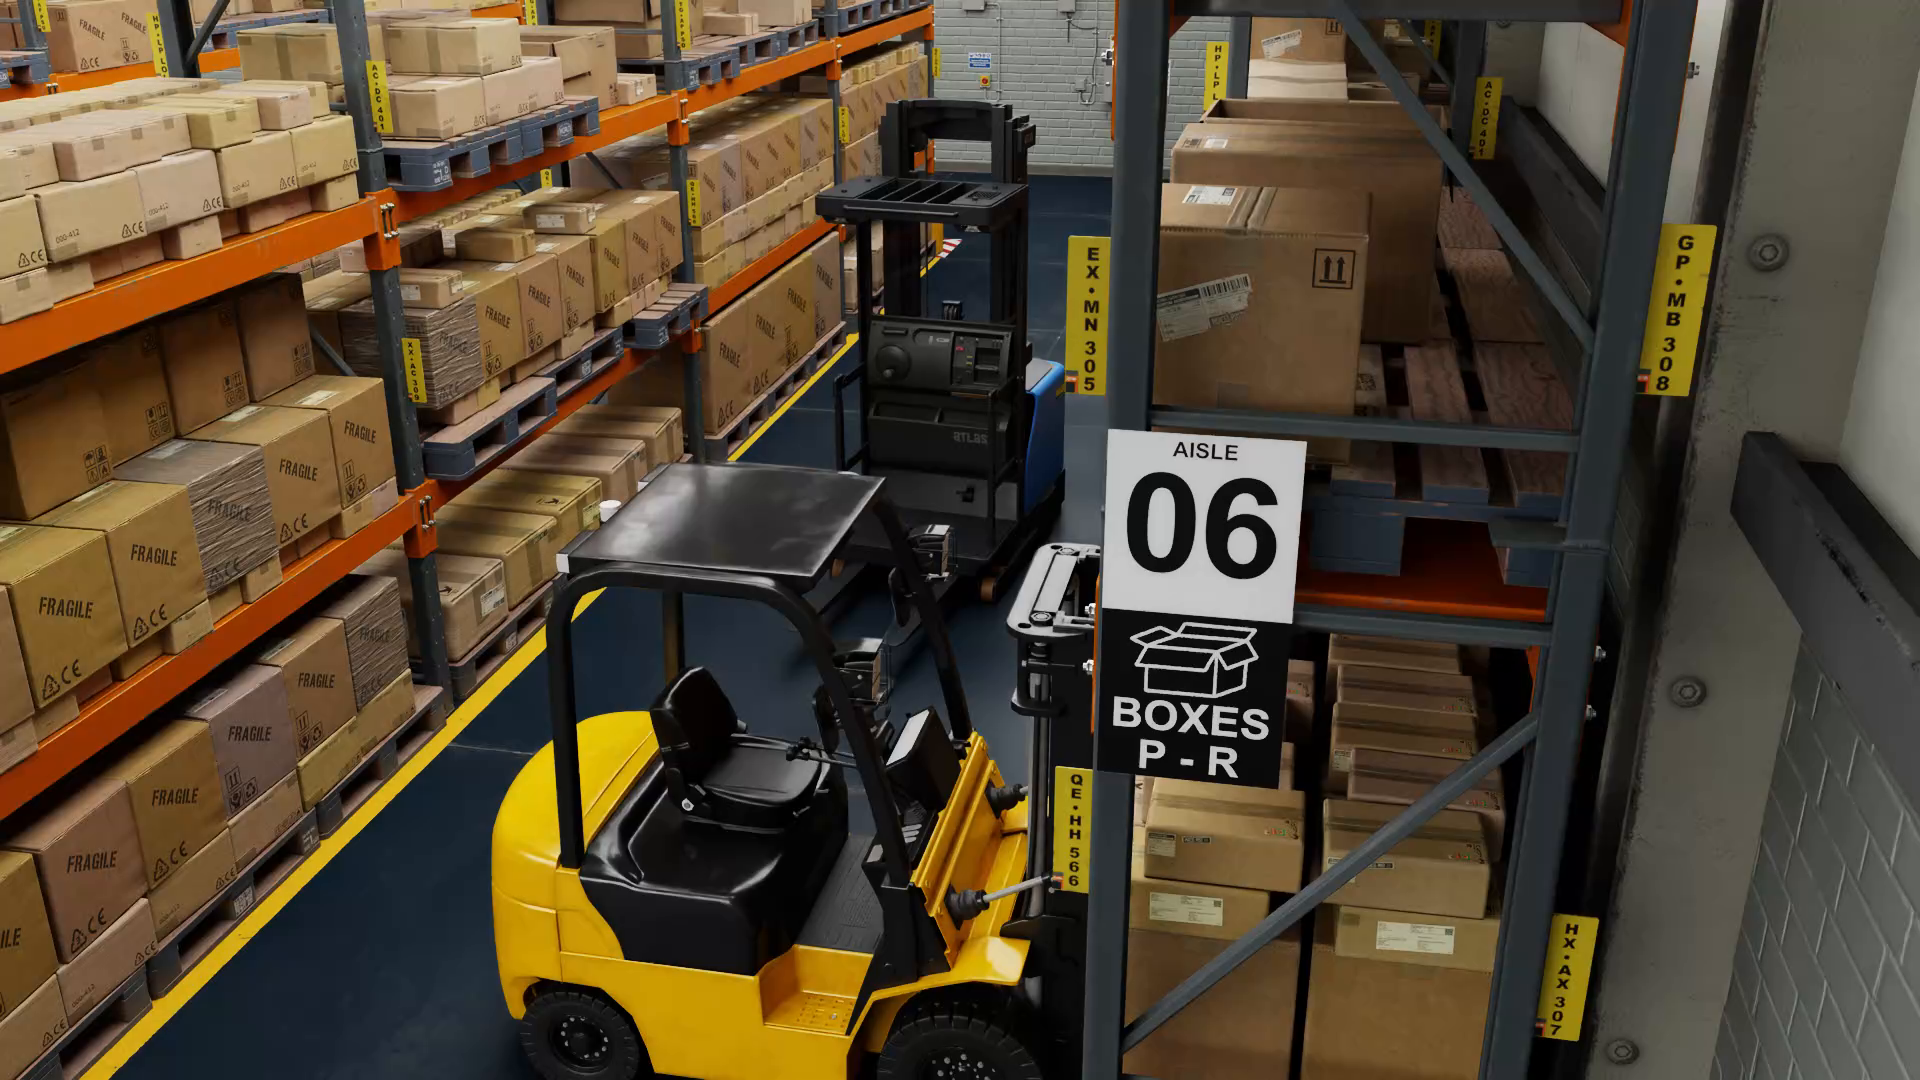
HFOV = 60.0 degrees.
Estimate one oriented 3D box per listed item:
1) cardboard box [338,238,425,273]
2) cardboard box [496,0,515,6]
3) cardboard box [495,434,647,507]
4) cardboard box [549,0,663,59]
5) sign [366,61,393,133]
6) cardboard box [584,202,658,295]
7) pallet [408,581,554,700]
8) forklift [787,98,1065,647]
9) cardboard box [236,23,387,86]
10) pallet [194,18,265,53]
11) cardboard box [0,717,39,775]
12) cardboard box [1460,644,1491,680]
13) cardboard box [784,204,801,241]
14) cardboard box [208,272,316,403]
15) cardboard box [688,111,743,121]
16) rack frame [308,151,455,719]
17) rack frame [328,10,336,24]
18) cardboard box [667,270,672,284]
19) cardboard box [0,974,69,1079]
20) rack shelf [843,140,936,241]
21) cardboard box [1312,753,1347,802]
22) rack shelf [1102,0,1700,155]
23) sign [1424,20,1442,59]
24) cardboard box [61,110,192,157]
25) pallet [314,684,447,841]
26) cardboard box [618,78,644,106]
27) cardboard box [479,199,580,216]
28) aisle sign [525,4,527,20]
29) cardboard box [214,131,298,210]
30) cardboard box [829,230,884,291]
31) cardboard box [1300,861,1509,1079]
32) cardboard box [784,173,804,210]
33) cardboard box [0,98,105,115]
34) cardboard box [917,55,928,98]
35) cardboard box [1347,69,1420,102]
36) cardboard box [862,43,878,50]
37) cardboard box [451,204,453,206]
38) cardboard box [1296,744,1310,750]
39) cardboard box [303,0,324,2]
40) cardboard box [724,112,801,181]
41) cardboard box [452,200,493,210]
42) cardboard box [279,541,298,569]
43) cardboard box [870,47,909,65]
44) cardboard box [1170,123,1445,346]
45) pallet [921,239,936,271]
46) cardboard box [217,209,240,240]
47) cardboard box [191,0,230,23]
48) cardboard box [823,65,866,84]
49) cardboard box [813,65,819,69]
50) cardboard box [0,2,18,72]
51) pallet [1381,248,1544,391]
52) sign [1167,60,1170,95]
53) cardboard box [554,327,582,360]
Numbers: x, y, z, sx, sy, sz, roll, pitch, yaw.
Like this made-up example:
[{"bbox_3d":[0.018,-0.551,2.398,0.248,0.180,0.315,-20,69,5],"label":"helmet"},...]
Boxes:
[{"bbox_3d":[-3.249,-1.598,9.345,0.380,0.149,0.250,4,22,9],"label":"cardboard box"},{"bbox_3d":[-5.502,-6.344,19.275,0.500,0.250,0.500,4,22,10],"label":"cardboard box"},{"bbox_3d":[-2.702,-0.442,11.390,0.950,0.372,0.625,4,22,10],"label":"cardboard box"},{"bbox_3d":[-2.505,-3.726,11.873,0.797,0.503,0.637,3,22,8],"label":"cardboard box"},{"bbox_3d":[-2.718,-2.072,7.776,0.100,0.325,0.005,4,22,11],"label":"sign"},{"bbox_3d":[-2.349,-1.944,11.071,0.500,0.500,0.500,4,22,10],"label":"cardboard box"},{"bbox_3d":[-3.093,0.529,9.757,1.003,0.211,1.213,4,22,11],"label":"pallet"},{"bbox_3d":[-0.196,-1.137,10.253,1.130,2.935,3.031,7,23,17],"label":"forklift"},{"bbox_3d":[-3.257,-2.449,8.375,0.500,0.250,0.500,5,22,12],"label":"cardboard box"},{"bbox_3d":[-6.923,-4.452,14.630,1.213,0.211,1.003,4,22,11],"label":"pallet"},{"bbox_3d":[-3.527,0.718,5.891,0.380,0.149,0.250,5,22,12],"label":"cardboard box"},{"bbox_3d":[1.442,0.302,5.188,0.380,0.149,0.250,4,22,10],"label":"cardboard box"},{"bbox_3d":[-1.689,-2.783,14.449,0.500,0.250,0.500,4,22,9],"label":"cardboard box"},{"bbox_3d":[-3.552,-0.983,7.909,0.700,0.500,0.500,4,22,10],"label":"cardboard box"},{"bbox_3d":[-2.171,-3.405,14.320,0.500,0.500,0.500,4,22,10],"label":"cardboard box"},{"bbox_3d":[-3.250,-0.479,8.528,1.000,3.000,0.127,4,22,11],"label":"rack frame"},{"bbox_3d":[-6.484,-3.745,16.638,1.000,3.000,0.127,4,22,11],"label":"rack frame"},{"bbox_3d":[-2.271,-1.883,11.787,0.380,0.149,0.250,5,23,13],"label":"cardboard box"},{"bbox_3d":[-3.631,1.790,6.011,0.500,0.250,0.500,4,22,10],"label":"cardboard box"},{"bbox_3d":[-1.210,-3.803,17.744,1.077,0.370,4.000,4,22,11],"label":"rack shelf"},{"bbox_3d":[1.163,0.722,4.544,0.380,0.149,0.250,4,22,10],"label":"cardboard box"},{"bbox_3d":[1.202,-1.634,4.864,1.077,0.370,4.000,4,22,11],"label":"rack shelf"},{"bbox_3d":[2.968,-3.188,10.440,0.100,0.325,0.005,4,22,11],"label":"sign"},{"bbox_3d":[-3.299,-1.609,6.588,0.380,0.149,0.250,4,22,10],"label":"cardboard box"},{"bbox_3d":[-3.353,1.063,8.433,1.003,0.211,1.213,4,22,11],"label":"pallet"},{"bbox_3d":[-2.336,-2.994,11.094,0.380,0.149,0.250,4,22,11],"label":"cardboard box"},{"bbox_3d":[-2.852,-1.983,11.169,0.500,0.500,0.500,6,23,14],"label":"cardboard box"},{"bbox_3d":[-5.360,-6.418,19.794,0.394,0.787,0.004,4,22,11],"label":"aisle sign"},{"bbox_3d":[-3.179,-1.572,7.030,0.500,0.250,0.500,4,22,10],"label":"cardboard box"},{"bbox_3d":[-1.203,-2.960,17.556,0.875,0.438,0.875,4,22,9],"label":"cardboard box"},{"bbox_3d":[1.166,1.154,4.338,0.500,0.500,0.500,5,23,13],"label":"cardboard box"},{"bbox_3d":[-1.664,-3.014,14.354,0.500,0.250,0.500,5,22,12],"label":"cardboard box"},{"bbox_3d":[-3.801,-1.746,6.928,0.380,0.149,0.250,4,22,11],"label":"cardboard box"},{"bbox_3d":[-0.667,-5.184,18.737,0.500,0.500,0.500,5,23,13],"label":"cardboard box"},{"bbox_3d":[2.302,-2.472,9.077,0.380,0.166,0.250,4,22,11],"label":"cardboard box"},{"bbox_3d":[-1.129,-5.469,18.577,0.380,0.149,0.250,5,22,12],"label":"cardboard box"},{"bbox_3d":[-6.223,-3.999,19.724,0.380,0.149,0.250,4,22,11],"label":"cardboard box"},{"bbox_3d":[0.856,0.738,5.373,0.500,0.500,0.500,4,22,10],"label":"cardboard box"},{"bbox_3d":[-6.151,-5.457,16.404,0.500,0.250,0.500,5,23,13],"label":"cardboard box"},{"bbox_3d":[-1.684,-3.359,14.206,0.500,0.500,0.500,5,23,13],"label":"cardboard box"},{"bbox_3d":[-5.679,-3.862,19.385,0.380,0.149,0.250,4,22,9],"label":"cardboard box"},{"bbox_3d":[-3.256,0.049,7.552,0.380,0.149,0.250,4,22,10],"label":"cardboard box"},{"bbox_3d":[-0.769,-5.248,18.028,0.380,0.149,0.250,5,22,12],"label":"cardboard box"},{"bbox_3d":[0.952,-0.866,4.643,0.700,0.500,0.500,5,22,11],"label":"cardboard box"},{"bbox_3d":[-0.888,-3.276,19.205,1.003,0.211,1.213,4,22,11],"label":"pallet"},{"bbox_3d":[-3.280,-1.345,7.000,0.380,0.149,0.250,4,22,9],"label":"cardboard box"},{"bbox_3d":[-6.928,-4.825,14.602,0.797,0.503,0.637,4,22,10],"label":"cardboard box"},{"bbox_3d":[-1.141,-4.590,16.394,0.380,0.149,0.250,4,22,11],"label":"cardboard box"},{"bbox_3d":[-1.612,-4.626,16.483,0.380,0.149,0.250,4,22,10],"label":"cardboard box"},{"bbox_3d":[-7.433,-3.948,12.993,0.500,0.500,0.500,4,22,11],"label":"cardboard box"},{"bbox_3d":[1.210,-0.694,5.164,1.003,0.211,1.213,4,22,11],"label":"pallet"},{"bbox_3d":[2.879,-6.712,24.132,0.329,0.494,0.001,4,22,11],"label":"sign"},{"bbox_3d":[-2.535,-1.210,10.117,0.380,0.149,0.250,5,23,13],"label":"cardboard box"}]
